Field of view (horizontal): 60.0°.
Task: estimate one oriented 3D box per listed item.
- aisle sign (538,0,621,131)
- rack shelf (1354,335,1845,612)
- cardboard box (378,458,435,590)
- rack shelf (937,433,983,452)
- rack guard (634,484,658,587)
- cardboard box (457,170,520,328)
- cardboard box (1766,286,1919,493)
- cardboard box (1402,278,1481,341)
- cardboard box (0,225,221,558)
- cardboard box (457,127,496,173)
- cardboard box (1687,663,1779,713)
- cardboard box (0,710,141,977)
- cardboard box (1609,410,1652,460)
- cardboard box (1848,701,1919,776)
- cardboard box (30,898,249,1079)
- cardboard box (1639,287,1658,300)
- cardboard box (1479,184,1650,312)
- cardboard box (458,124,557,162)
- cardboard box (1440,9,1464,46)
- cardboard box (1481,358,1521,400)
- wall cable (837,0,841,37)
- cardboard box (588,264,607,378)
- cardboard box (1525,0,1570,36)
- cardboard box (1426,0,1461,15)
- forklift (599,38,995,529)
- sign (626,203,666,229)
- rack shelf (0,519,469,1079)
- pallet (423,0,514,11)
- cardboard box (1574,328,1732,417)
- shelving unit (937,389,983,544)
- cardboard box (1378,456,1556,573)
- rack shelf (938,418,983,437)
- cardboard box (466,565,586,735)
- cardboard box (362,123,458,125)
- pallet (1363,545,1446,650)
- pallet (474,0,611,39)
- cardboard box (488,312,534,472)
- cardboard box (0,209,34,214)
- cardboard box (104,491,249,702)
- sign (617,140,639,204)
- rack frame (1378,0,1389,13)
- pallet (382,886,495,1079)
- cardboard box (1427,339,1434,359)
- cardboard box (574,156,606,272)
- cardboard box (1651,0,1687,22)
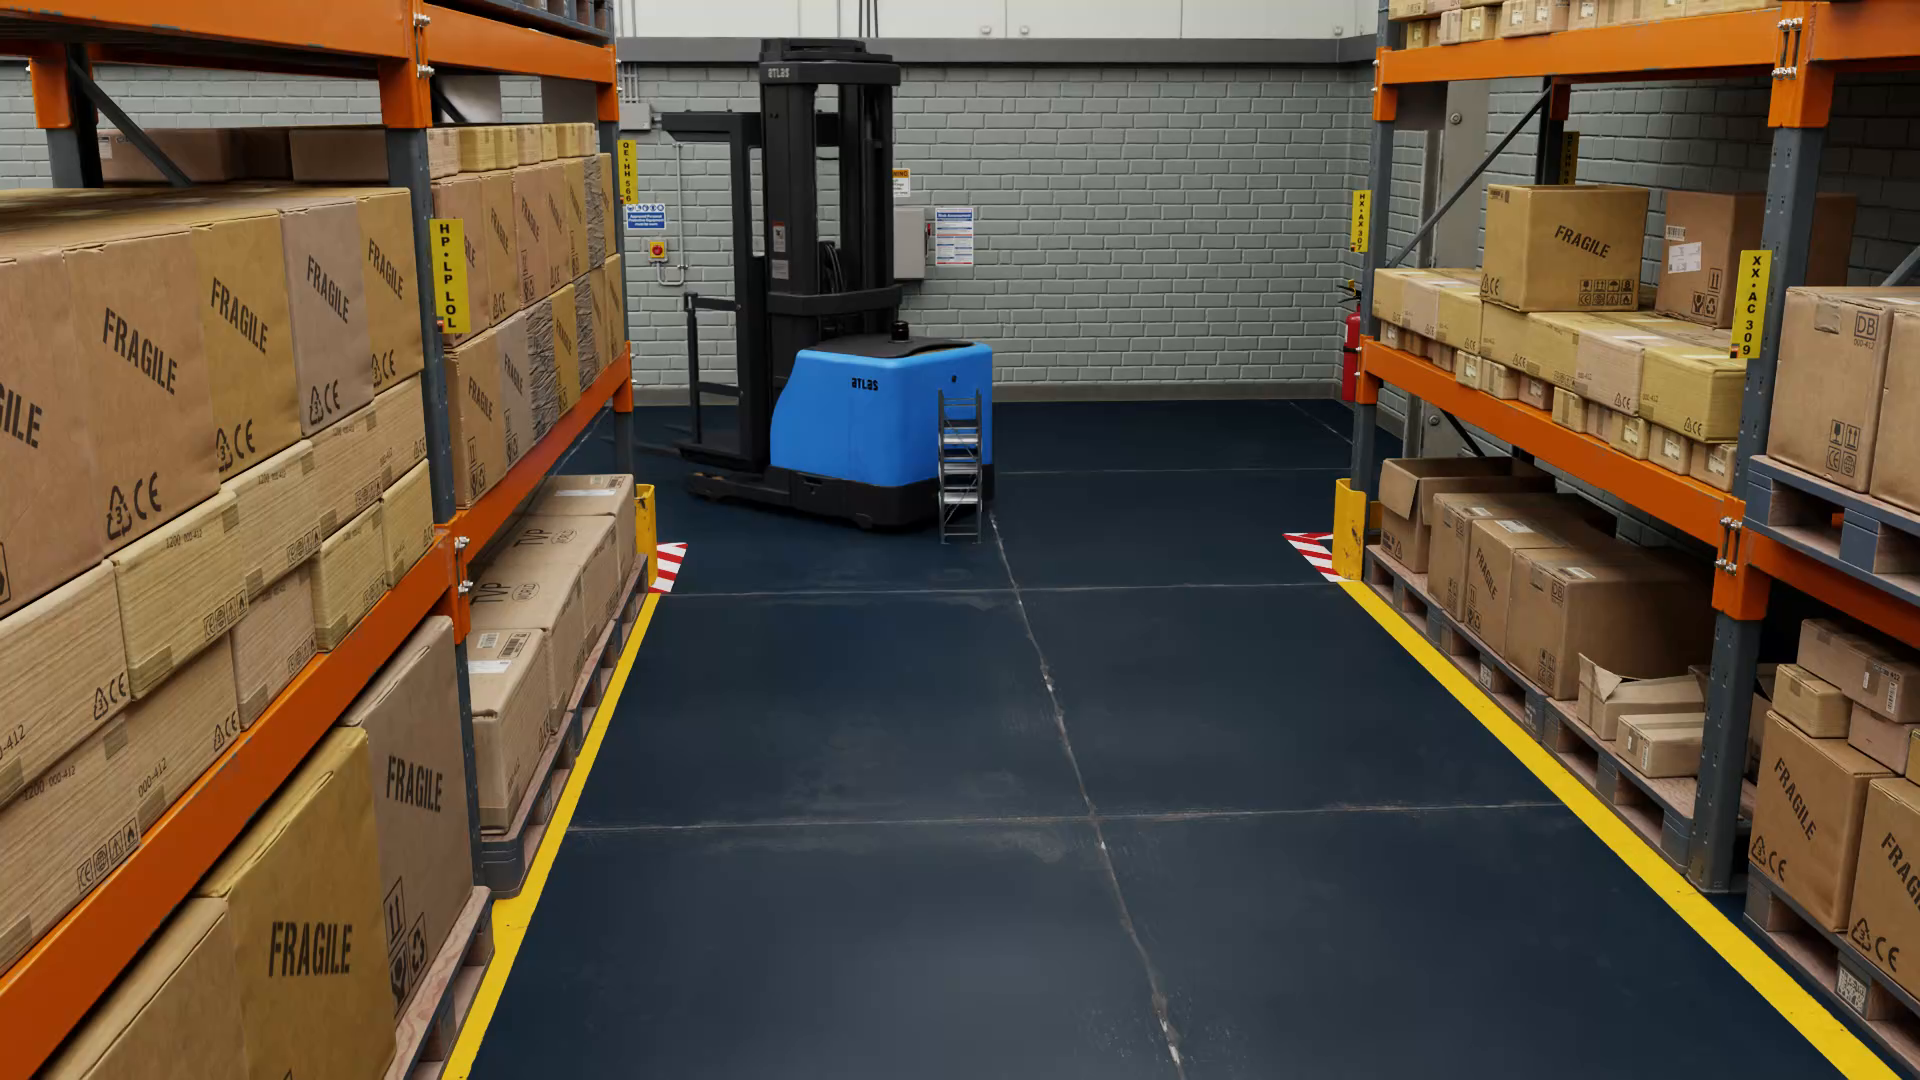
[{"bbox_3d":[-1.957,-2.503,8.517,0.394,0.787,0.004,-1,14,-3],"label":"aisle sign"},{"bbox_3d":[2.816,-0.453,7.210,1.077,0.370,4.000,-1,14,-3],"label":"rack shelf"},{"bbox_3d":[-1.735,-0.046,4.486,0.500,0.250,0.500,-1,14,-5],"label":"cardboard box"},{"bbox_3d":[-0.001,-0.580,9.886,0.258,0.077,0.200,-1,14,-3],"label":"rack shelf"},{"bbox_3d":[-2.263,-0.016,9.087,1.175,0.500,0.348,-1,14,-3],"label":"rack guard"},{"bbox_3d":[-1.827,-1.007,5.712,0.500,0.500,0.500,-1,14,-4],"label":"cardboard box"},{"bbox_3d":[2.747,-0.432,4.642,0.700,0.500,0.500,-1,14,-2],"label":"cardboard box"},{"bbox_3d":[2.483,-1.128,8.093,0.500,0.250,0.500,-1,14,-3],"label":"cardboard box"},{"bbox_3d":[-1.638,-0.268,2.842,0.500,0.500,0.500,-1,14,-3],"label":"cardboard box"},{"bbox_3d":[-1.819,-1.345,5.724,0.380,0.149,0.250,-1,14,-4],"label":"cardboard box"},{"bbox_3d":[3.108,0.598,6.562,0.380,0.149,0.250,-1,14,-4],"label":"cardboard box"},{"bbox_3d":[-1.622,0.458,2.529,0.500,0.250,0.500,0,14,-2],"label":"cardboard box"},{"bbox_3d":[2.590,-0.386,6.012,0.380,0.149,0.250,-1,14,-2],"label":"cardboard box"},{"bbox_3d":[2.791,0.550,4.740,0.380,0.149,0.250,-1,14,-5],"label":"cardboard box"},{"bbox_3d":[-1.777,1.199,2.767,0.875,0.875,0.875,-1,14,-3],"label":"cardboard box"},{"bbox_3d":[3.042,-1.008,7.629,0.500,0.250,0.500,0,14,-2],"label":"cardboard box"},{"bbox_3d":[2.544,-1.243,7.037,0.500,0.500,0.500,-1,14,-2],"label":"cardboard box"},{"bbox_3d":[-1.906,-1.665,6.969,0.380,0.149,0.250,-1,14,-2],"label":"cardboard box"},{"bbox_3d":[2.434,-2.354,7.641,0.380,0.149,0.250,-1,14,-2],"label":"cardboard box"},{"bbox_3d":[2.505,-0.705,7.249,0.380,0.149,0.250,-1,14,-2],"label":"cardboard box"},{"bbox_3d":[-2.145,-5.548,13.529,2.355,3.000,0.029,-1,14,-3],"label":"wall cable"},{"bbox_3d":[-1.952,-1.029,7.803,0.500,0.500,0.500,-1,14,-5],"label":"cardboard box"},{"bbox_3d":[2.498,-2.102,6.661,0.380,0.149,0.250,-1,14,-2],"label":"cardboard box"},{"bbox_3d":[2.499,-2.582,7.726,0.500,0.250,0.500,-1,14,-2],"label":"cardboard box"},{"bbox_3d":[-1.233,-1.766,11.008,3.031,2.935,1.130,12,18,38],"label":"forklift"},{"bbox_3d":[-2.687,-2.768,14.224,0.327,0.218,0.001,-1,14,-3],"label":"sign"},{"bbox_3d":[-1.890,0.620,3.042,1.077,0.370,4.000,-1,14,-3],"label":"rack shelf"},{"bbox_3d":[-2.054,-1.840,5.315,1.003,0.211,1.213,-1,14,-3],"label":"pallet"},{"bbox_3d":[2.619,-0.622,6.130,0.500,0.250,0.500,-1,14,-3],"label":"cardboard box"},{"bbox_3d":[-0.001,-0.438,9.922,0.258,0.900,0.210,-1,14,-3],"label":"shelving unit"},{"bbox_3d":[2.635,-0.139,8.716,0.797,0.503,0.637,-1,15,-6],"label":"cardboard box"},{"bbox_3d":[-0.001,-0.667,9.863,0.258,0.077,0.200,-1,14,-3],"label":"rack shelf"},{"bbox_3d":[-2.002,0.431,6.631,0.875,0.438,0.875,-1,14,-5],"label":"cardboard box"},{"bbox_3d":[-2.527,-1.845,7.667,0.380,0.149,0.250,0,14,-2],"label":"cardboard box"},{"bbox_3d":[2.747,0.269,8.557,1.003,0.211,1.213,-1,14,-3],"label":"pallet"},{"bbox_3d":[-2.206,-2.446,7.673,1.003,0.211,1.213,-1,14,-3],"label":"pallet"},{"bbox_3d":[-1.809,-0.521,5.829,0.500,0.500,0.500,-1,14,-3],"label":"cardboard box"},{"bbox_3d":[-2.186,-0.394,3.331,0.500,0.500,0.500,-1,14,-5],"label":"cardboard box"},{"bbox_3d":[-1.619,0.090,2.954,0.500,0.250,0.500,-1,14,-2],"label":"cardboard box"},{"bbox_3d":[-1.719,-1.901,8.598,0.100,0.325,0.005,-1,14,-3],"label":"sign"},{"bbox_3d":[2.692,-4.204,8.306,1.000,3.000,0.127,-1,14,-3],"label":"rack frame"},{"bbox_3d":[-1.891,1.315,4.492,1.003,0.211,1.213,-1,14,-3],"label":"pallet"},{"bbox_3d":[2.551,-0.964,8.256,0.380,0.149,0.250,-1,14,-4],"label":"cardboard box"},{"bbox_3d":[-1.933,-1.508,7.660,0.500,0.500,0.500,-1,14,-3],"label":"cardboard box"},{"bbox_3d":[2.603,-1.848,5.672,0.380,0.149,0.250,0,14,-2],"label":"cardboard box"}]
